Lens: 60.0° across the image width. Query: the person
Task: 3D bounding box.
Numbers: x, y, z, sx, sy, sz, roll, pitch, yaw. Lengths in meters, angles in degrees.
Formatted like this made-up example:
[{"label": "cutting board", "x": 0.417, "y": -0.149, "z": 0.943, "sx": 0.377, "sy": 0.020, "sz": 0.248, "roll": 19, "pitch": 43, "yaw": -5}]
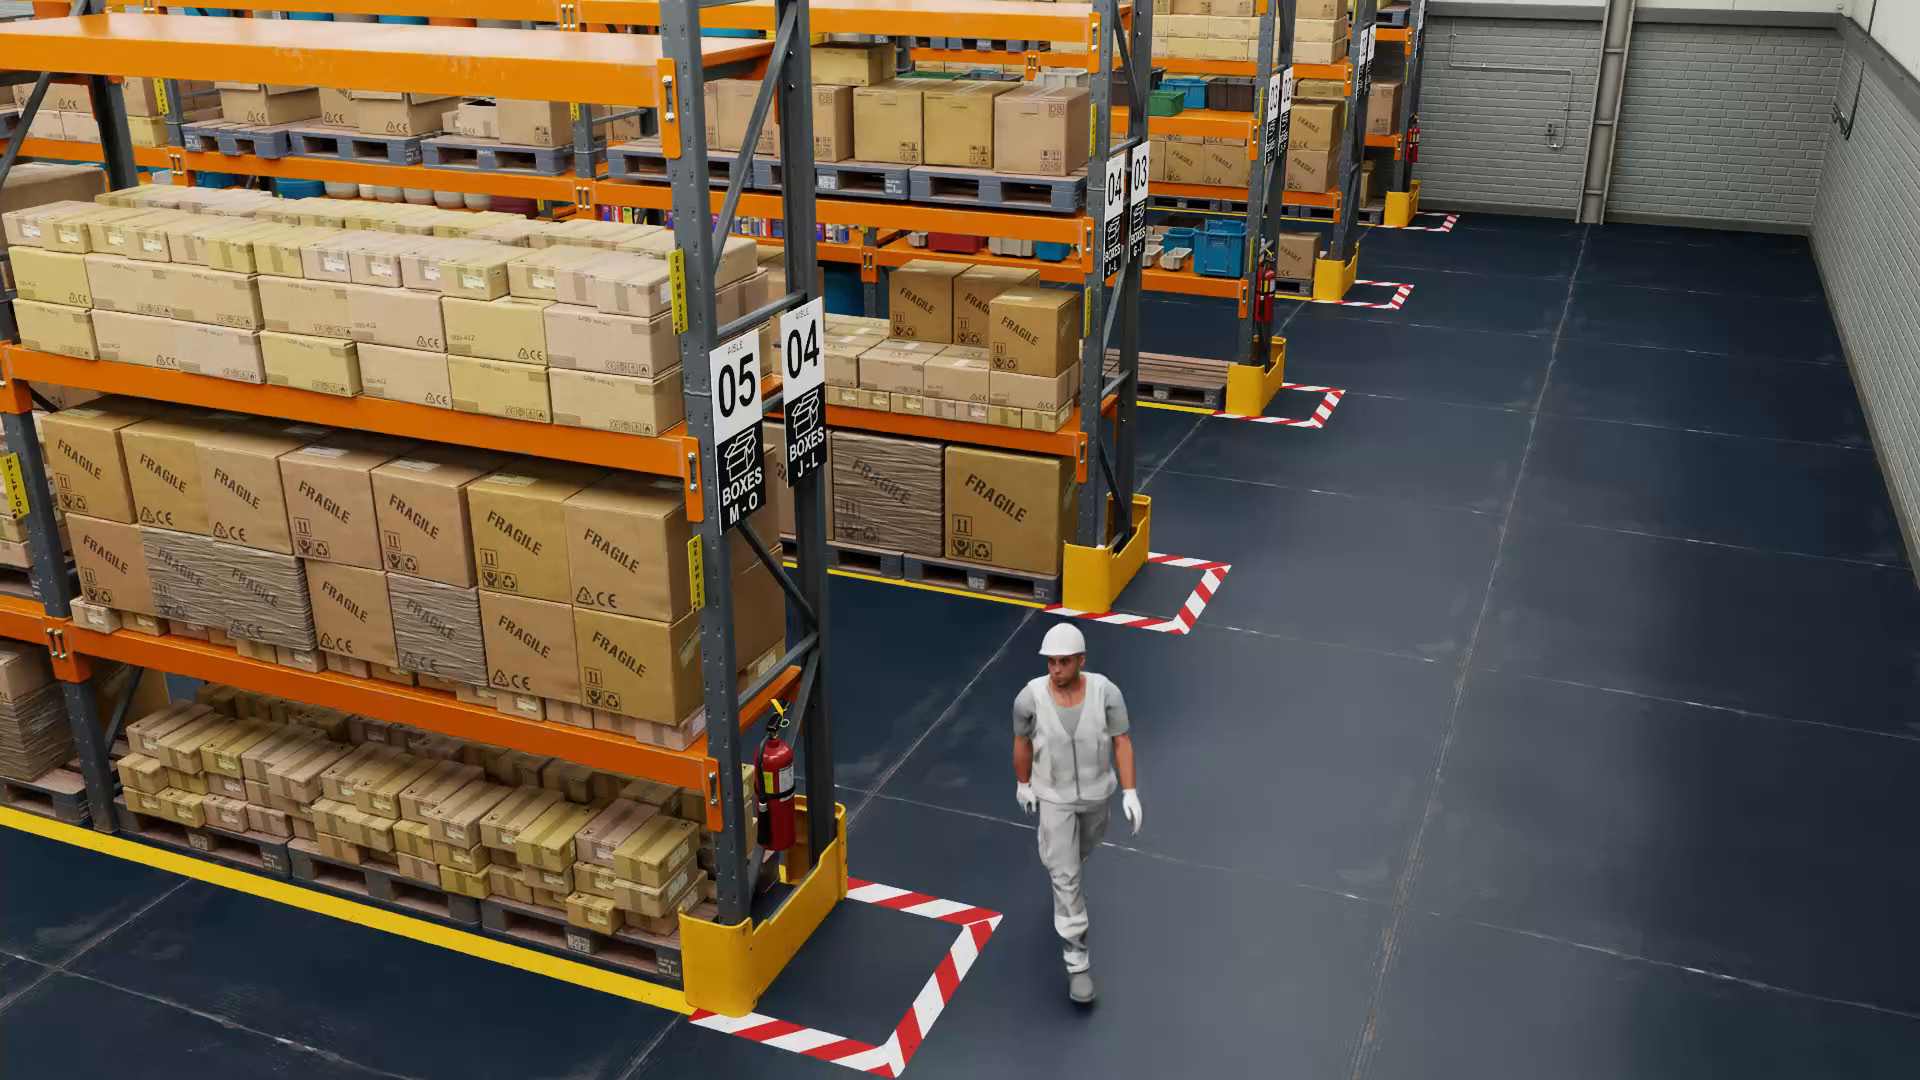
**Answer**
[{"label": "person", "x": 0.551, "y": 1.217, "z": 7.947, "sx": 0.573, "sy": 1.745, "sz": 1.059, "roll": -3, "pitch": 22, "yaw": -8}]
